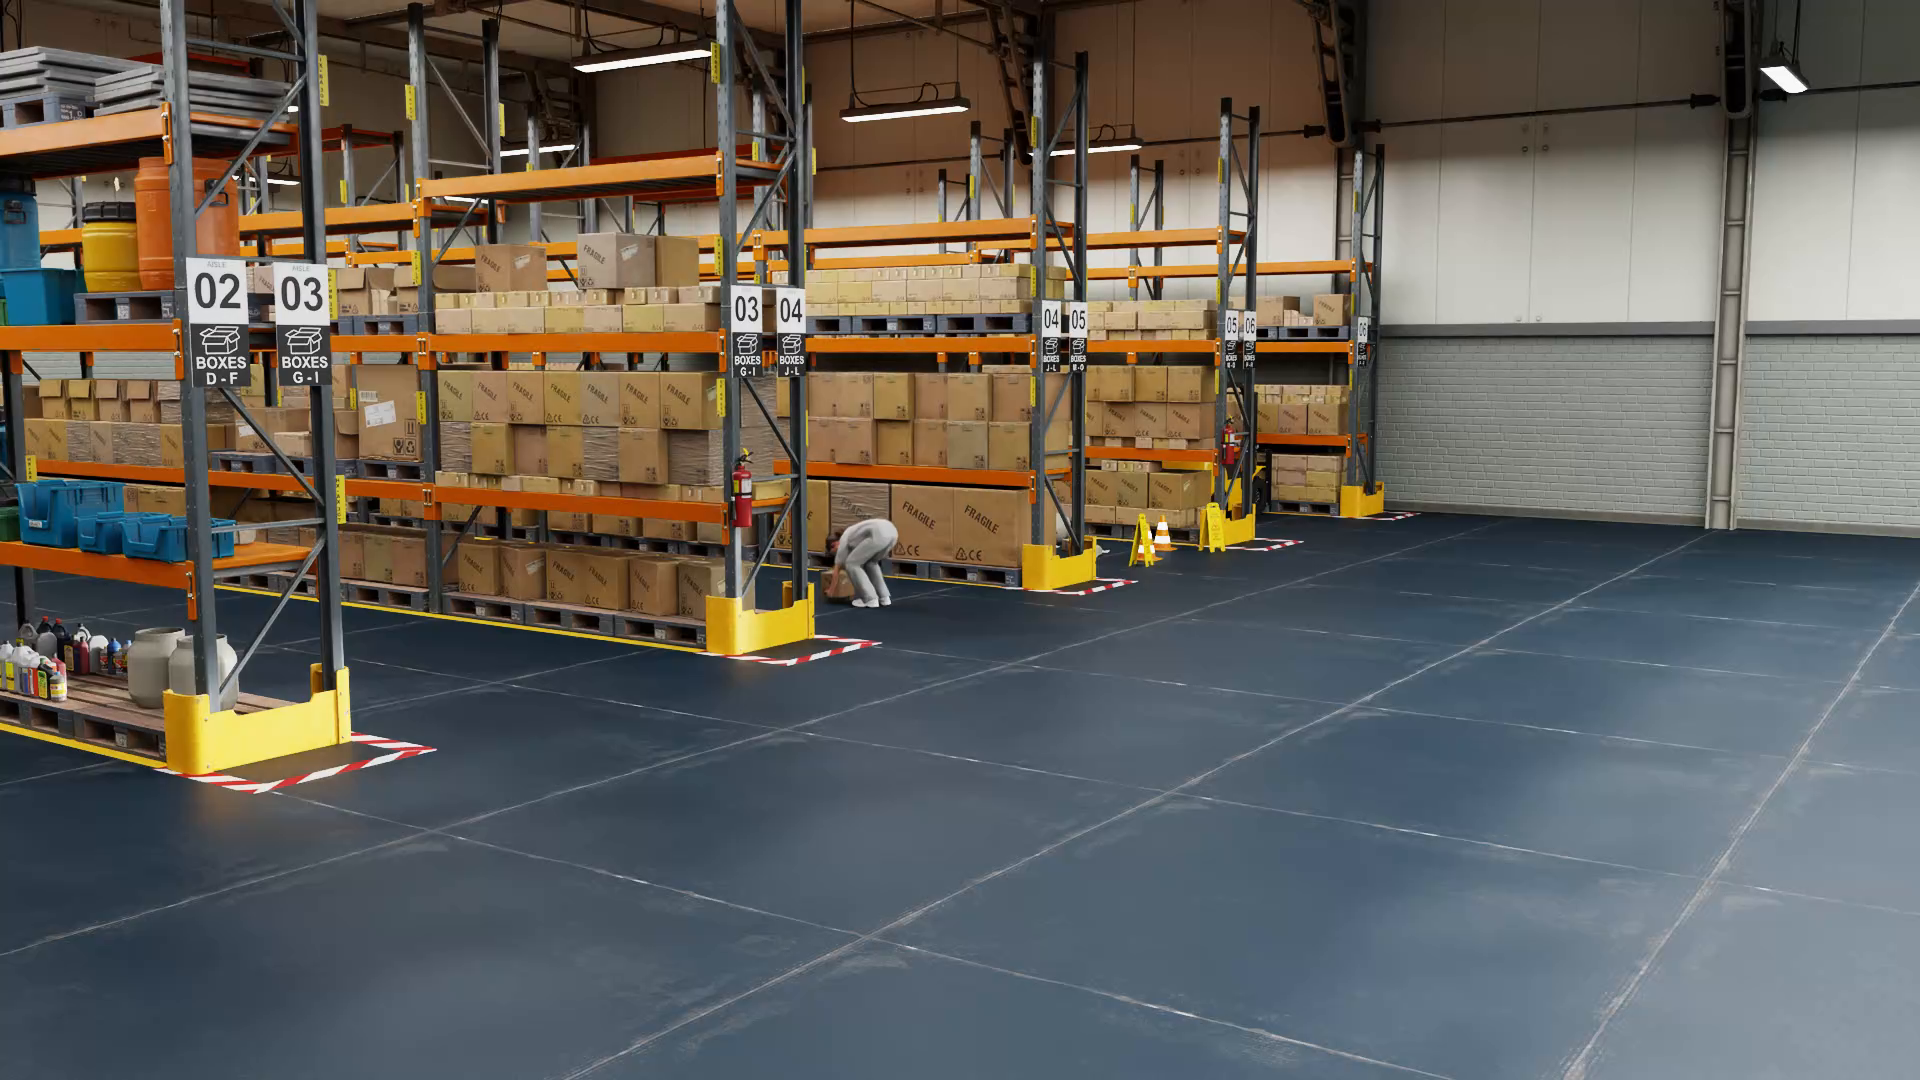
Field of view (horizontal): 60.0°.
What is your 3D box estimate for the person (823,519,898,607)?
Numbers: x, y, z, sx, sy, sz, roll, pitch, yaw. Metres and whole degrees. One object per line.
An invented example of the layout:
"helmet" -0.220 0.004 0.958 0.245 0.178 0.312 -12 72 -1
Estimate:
"person" -1.054 0.225 17.401 0.850 0.907 0.469 4 7 31
